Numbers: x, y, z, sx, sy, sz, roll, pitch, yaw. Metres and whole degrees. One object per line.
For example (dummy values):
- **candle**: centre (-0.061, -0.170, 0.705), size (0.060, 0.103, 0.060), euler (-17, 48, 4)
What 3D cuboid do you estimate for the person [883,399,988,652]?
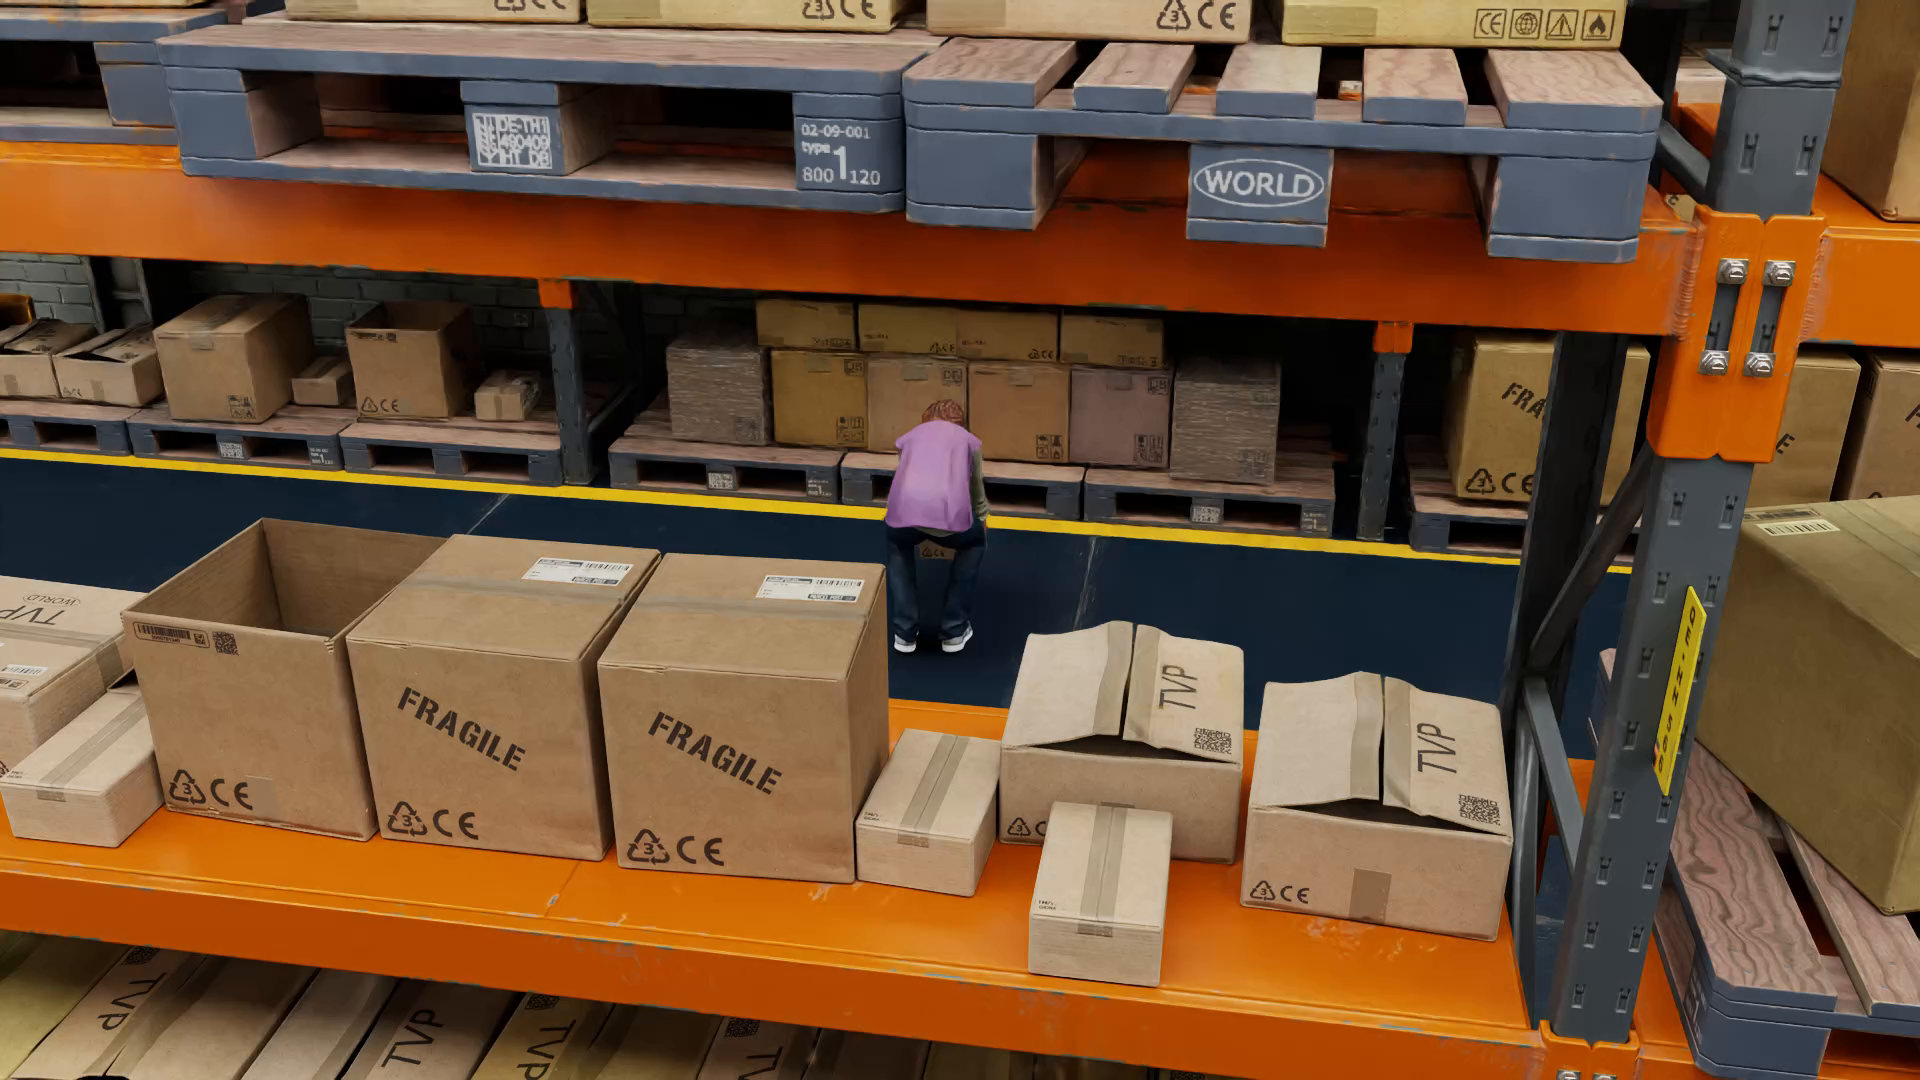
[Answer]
- **person**: centre (-0.100, -0.038, 6.991), size (0.424, 0.923, 0.862), euler (3, 25, 6)
